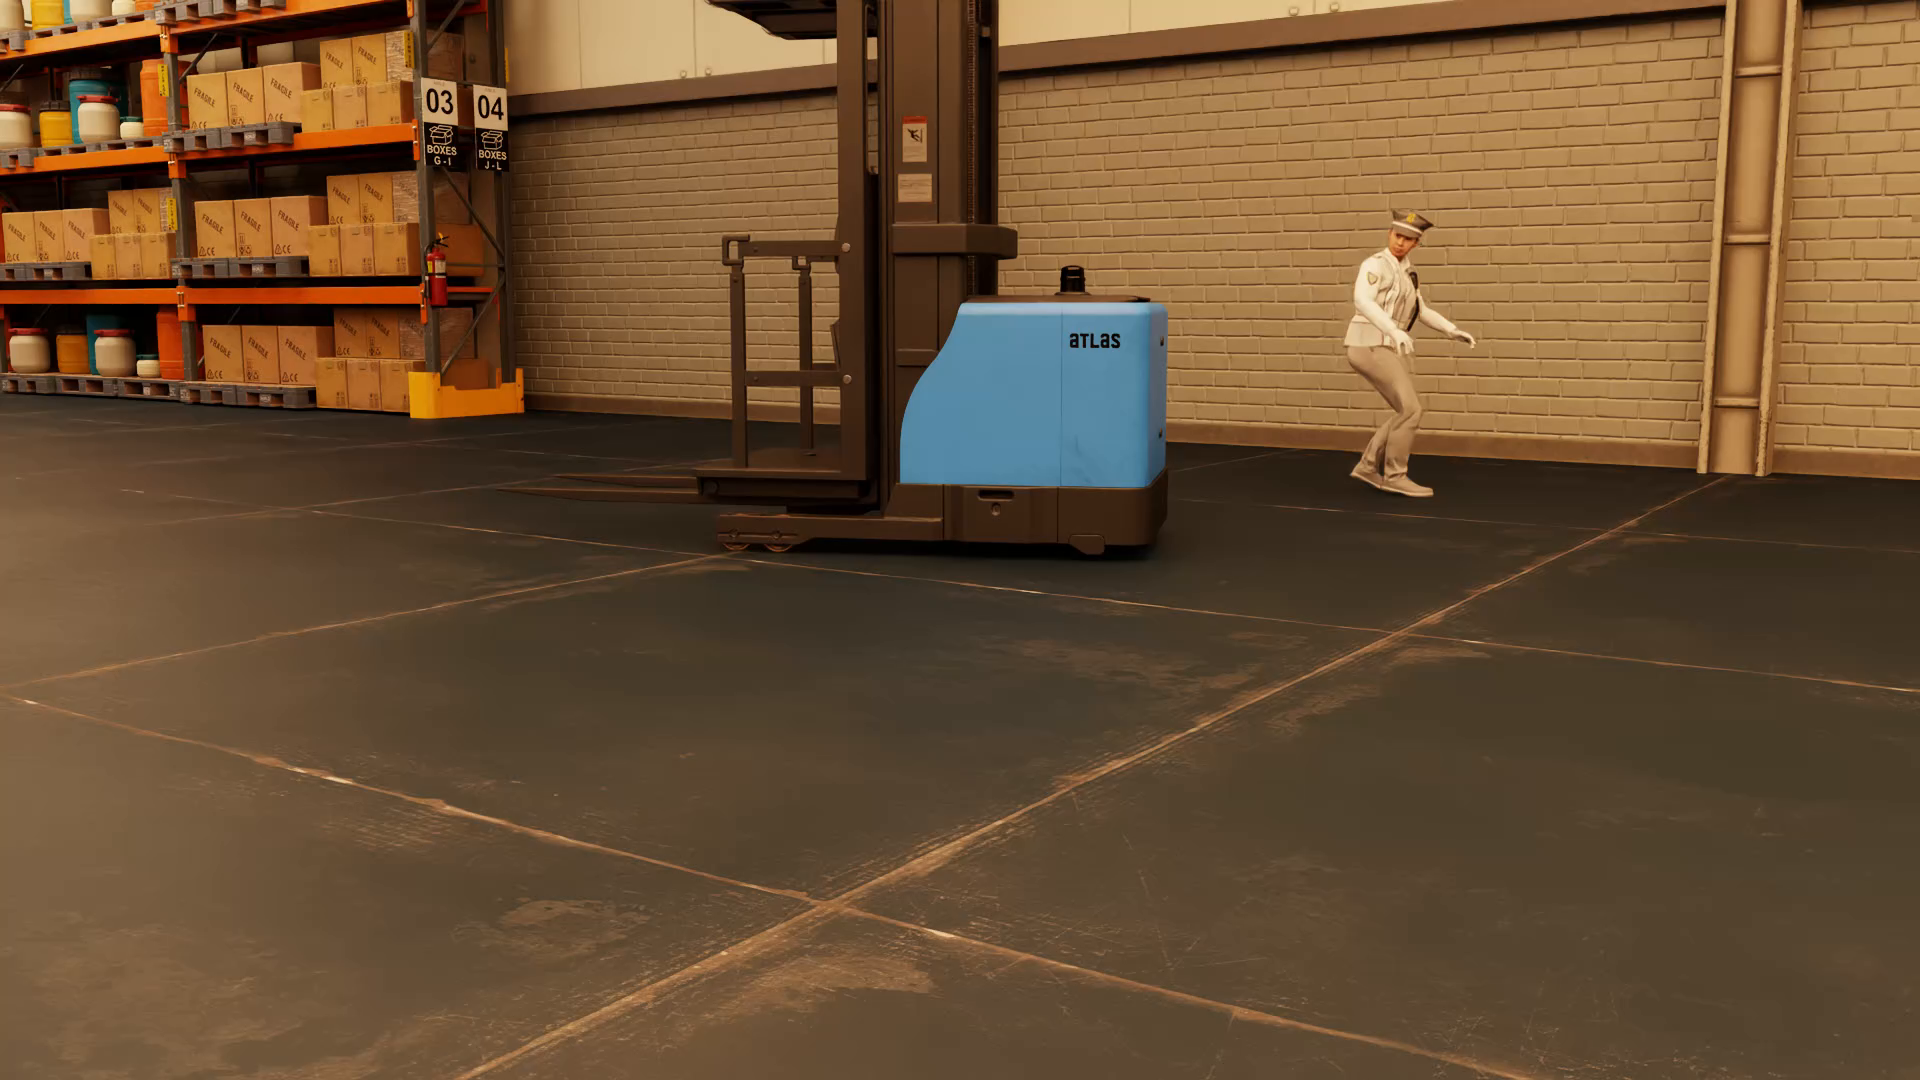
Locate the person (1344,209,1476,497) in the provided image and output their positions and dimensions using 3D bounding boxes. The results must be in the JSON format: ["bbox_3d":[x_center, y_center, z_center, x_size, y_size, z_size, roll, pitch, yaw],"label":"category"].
[{"bbox_3d":[2.498,-1.038,9.288,0.672,1.594,0.742,4,9,27],"label":"person"}]

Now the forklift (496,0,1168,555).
[{"bbox_3d":[-0.596,-1.469,7.520,3.031,2.935,1.130,2,8,12],"label":"forklift"}]
